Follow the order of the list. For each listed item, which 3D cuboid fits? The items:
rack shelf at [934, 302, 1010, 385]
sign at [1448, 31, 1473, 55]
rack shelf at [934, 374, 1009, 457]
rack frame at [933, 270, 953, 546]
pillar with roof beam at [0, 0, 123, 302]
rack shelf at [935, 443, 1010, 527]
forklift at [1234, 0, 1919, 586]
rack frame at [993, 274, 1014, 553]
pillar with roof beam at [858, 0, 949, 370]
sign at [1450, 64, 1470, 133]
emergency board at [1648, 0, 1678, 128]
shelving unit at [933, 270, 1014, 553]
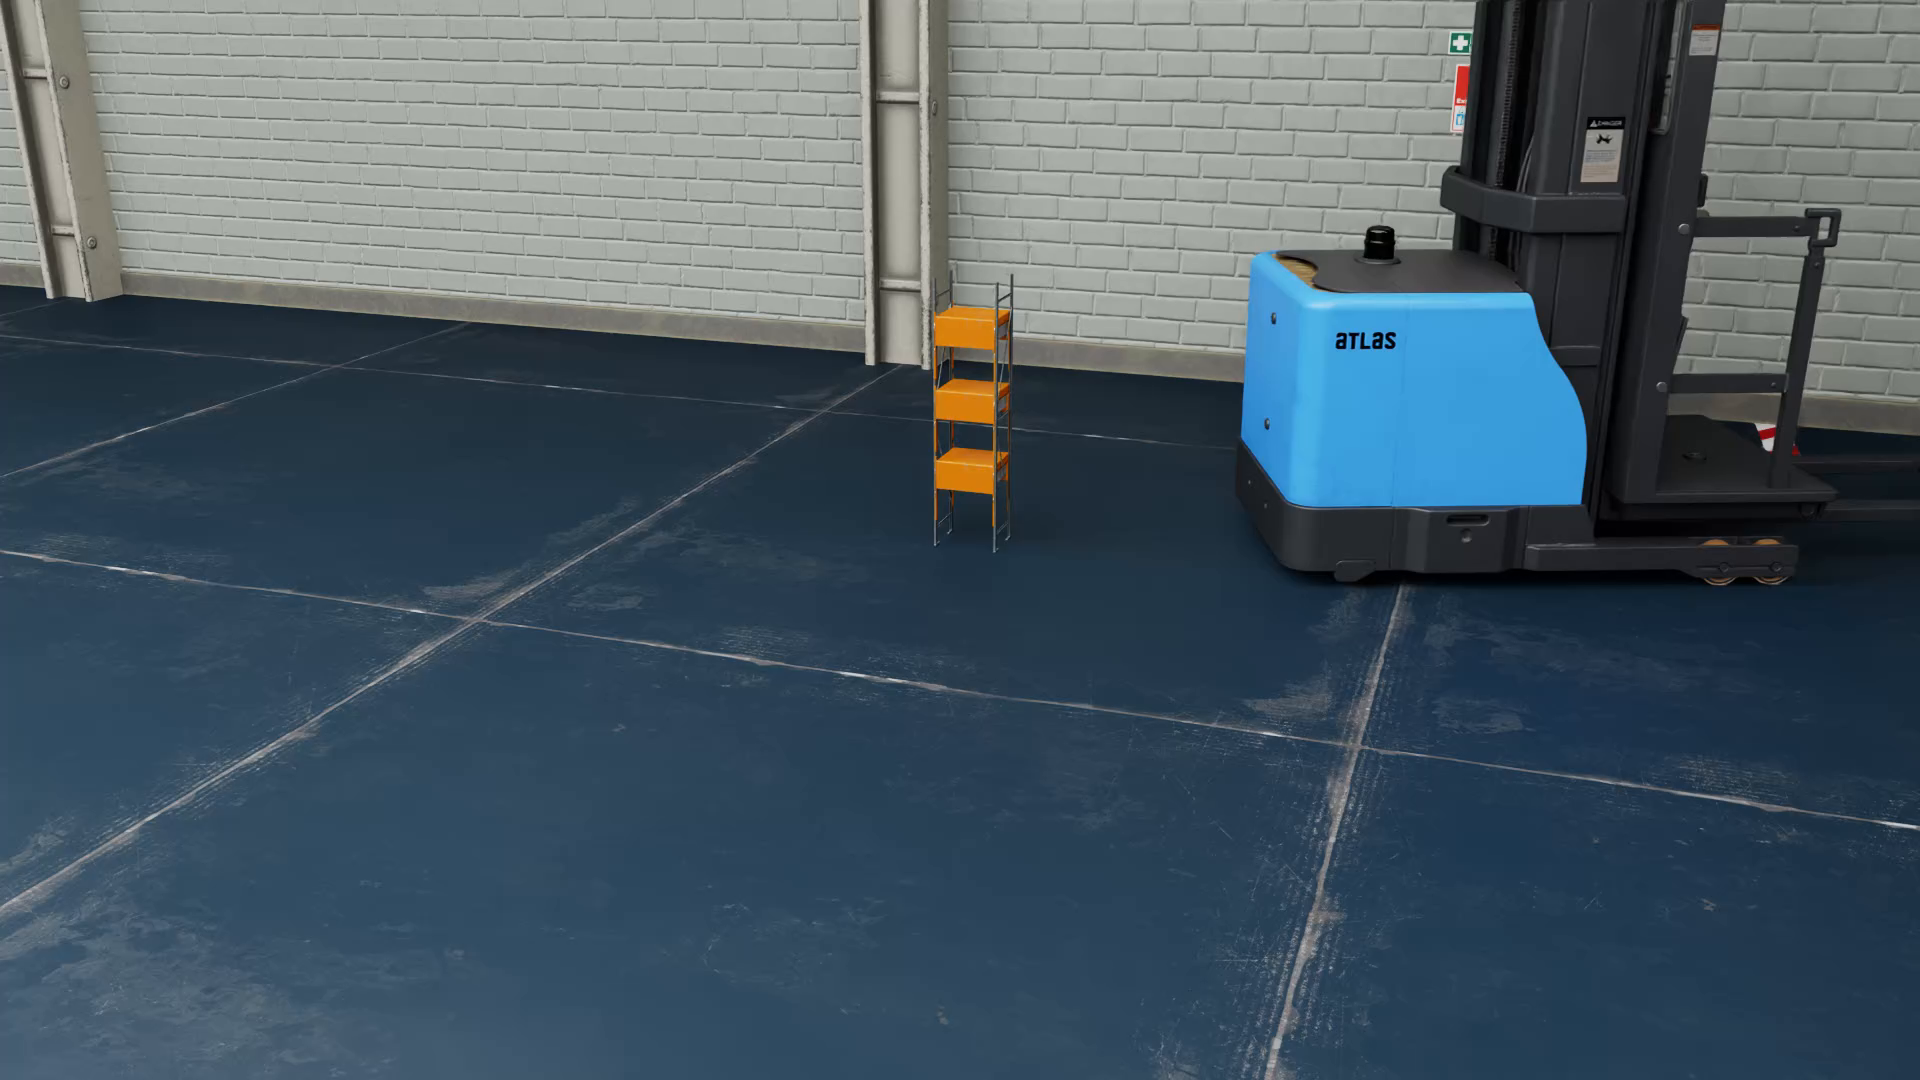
[{"bbox_3d":[0.051,-0.748,6.297,0.240,0.259,0.215,7,20,18],"label":"rack shelf"},{"bbox_3d":[2.558,-2.425,8.118,0.331,0.109,0.001,7,20,18],"label":"sign"},{"bbox_3d":[0.051,-0.480,6.390,0.240,0.259,0.215,7,20,18],"label":"rack shelf"},{"bbox_3d":[-0.065,-0.503,6.425,0.008,1.050,0.200,7,20,18],"label":"rack frame"},{"bbox_3d":[-7.381,-4.581,6.048,0.400,9.000,9.100,7,20,18],"label":"pillar with roof beam"},{"bbox_3d":[0.051,-0.218,6.482,0.240,0.259,0.215,7,20,18],"label":"rack shelf"},{"bbox_3d":[2.672,-1.391,6.113,3.031,2.935,1.130,-1,19,-2],"label":"forklift"},{"bbox_3d":[0.166,-0.477,6.349,0.008,1.050,0.200,7,20,18],"label":"rack frame"},{"bbox_3d":[-1.714,-3.933,4.189,0.400,9.000,9.100,7,20,18],"label":"pillar with roof beam"},{"bbox_3d":[2.556,-2.178,8.214,0.234,0.329,0.001,7,20,18],"label":"sign"},{"bbox_3d":[3.045,-2.070,7.957,0.643,1.169,0.194,7,20,18],"label":"emergency board"},{"bbox_3d":[0.051,-0.490,6.387,0.252,1.050,0.215,7,20,18],"label":"shelving unit"}]
